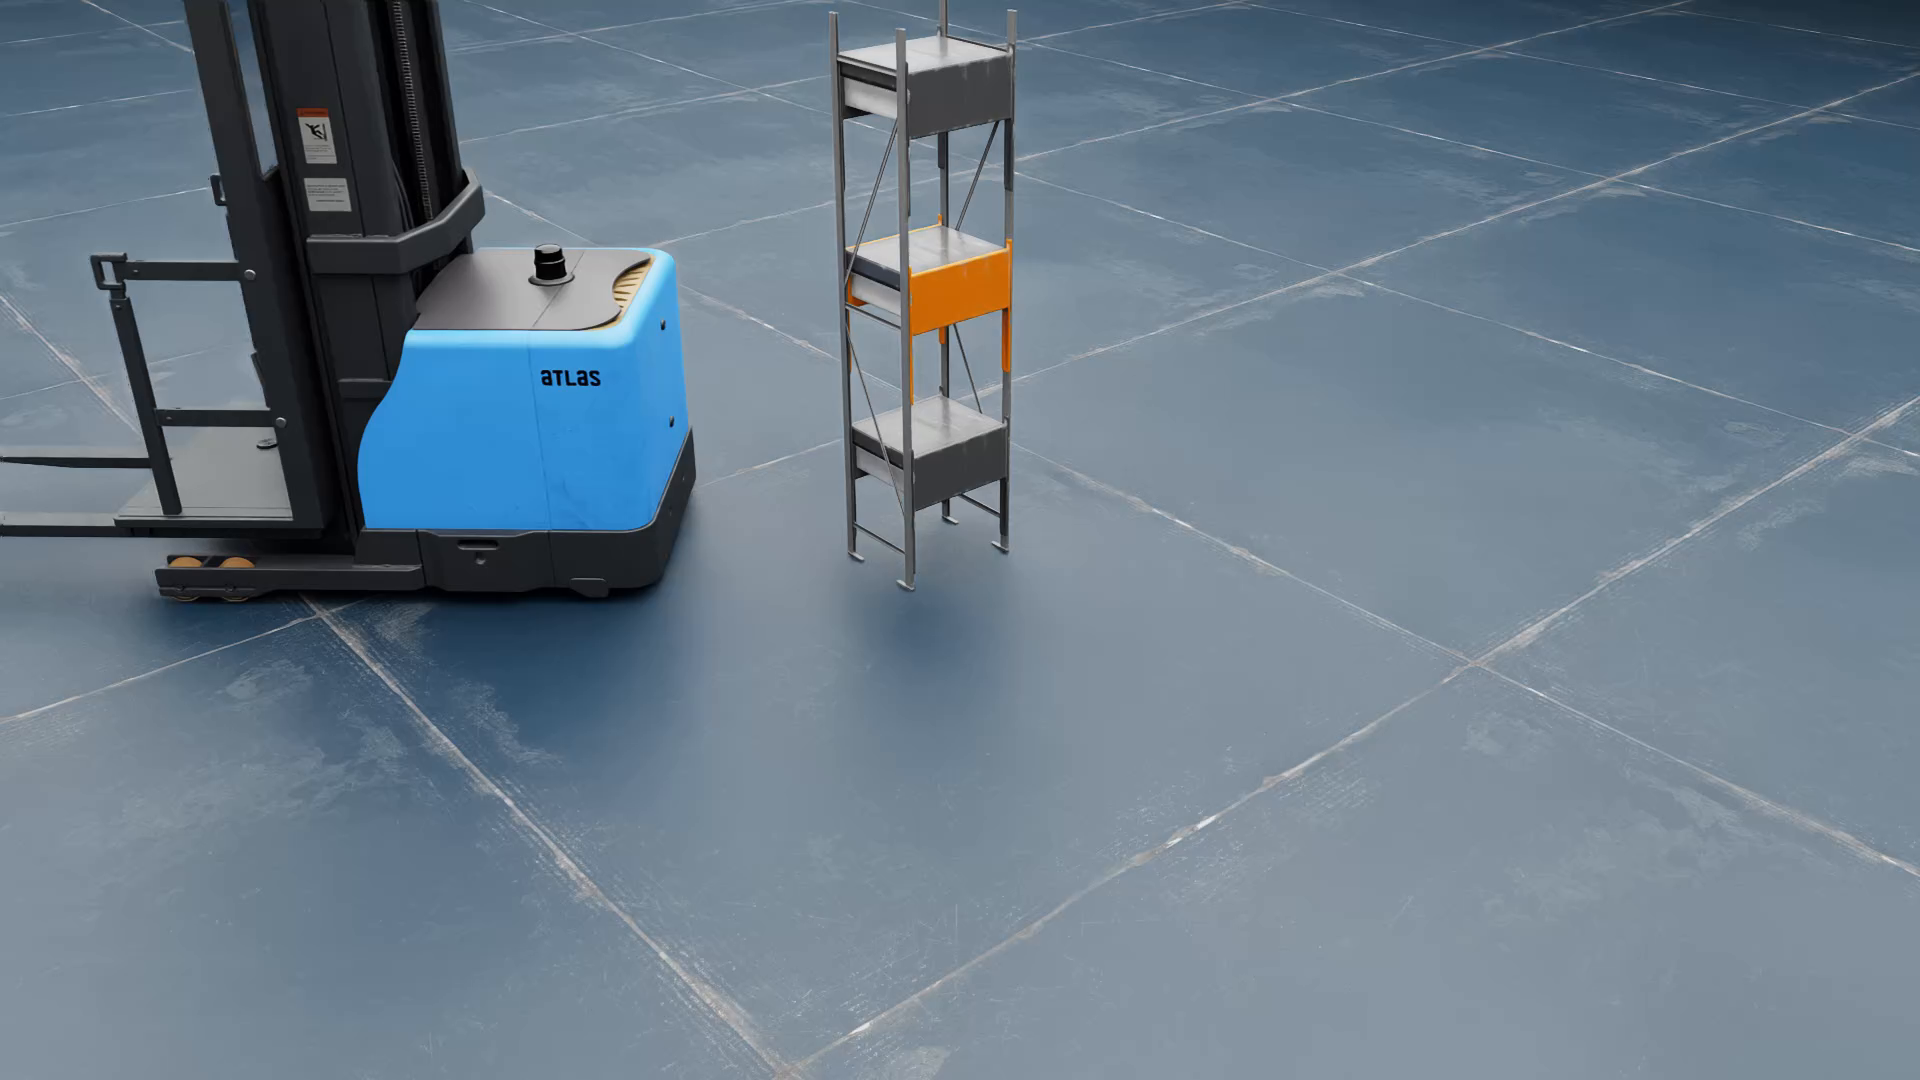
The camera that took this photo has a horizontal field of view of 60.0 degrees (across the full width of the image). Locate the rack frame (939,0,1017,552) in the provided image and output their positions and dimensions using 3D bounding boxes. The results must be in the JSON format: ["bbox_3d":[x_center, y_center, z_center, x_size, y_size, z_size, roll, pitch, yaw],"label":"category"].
[{"bbox_3d":[0.060,-0.950,6.300,0.015,2.100,0.400,-22,35,-35],"label":"rack frame"}]

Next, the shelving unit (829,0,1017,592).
[{"bbox_3d":[-0.126,-0.875,6.160,0.503,2.100,0.431,-22,35,-35],"label":"shelving unit"}]

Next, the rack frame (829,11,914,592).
[{"bbox_3d":[-0.312,-0.801,6.021,0.015,2.100,0.400,-22,35,-35],"label":"rack frame"}]

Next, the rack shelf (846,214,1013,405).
[{"bbox_3d":[-0.126,-0.863,6.167,0.480,0.518,0.431,-22,35,-35],"label":"rack shelf"}]

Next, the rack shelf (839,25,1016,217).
[{"bbox_3d":[-0.126,-1.481,5.837,0.480,0.518,0.431,-22,35,-35],"label":"rack shelf"}]

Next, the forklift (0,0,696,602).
[{"bbox_3d":[-2.647,-1.306,6.084,3.031,2.935,1.130,0,28,1],"label":"forklift"}]

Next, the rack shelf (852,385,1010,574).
[{"bbox_3d":[-0.126,-0.246,6.497,0.480,0.518,0.431,-22,35,-35],"label":"rack shelf"}]
